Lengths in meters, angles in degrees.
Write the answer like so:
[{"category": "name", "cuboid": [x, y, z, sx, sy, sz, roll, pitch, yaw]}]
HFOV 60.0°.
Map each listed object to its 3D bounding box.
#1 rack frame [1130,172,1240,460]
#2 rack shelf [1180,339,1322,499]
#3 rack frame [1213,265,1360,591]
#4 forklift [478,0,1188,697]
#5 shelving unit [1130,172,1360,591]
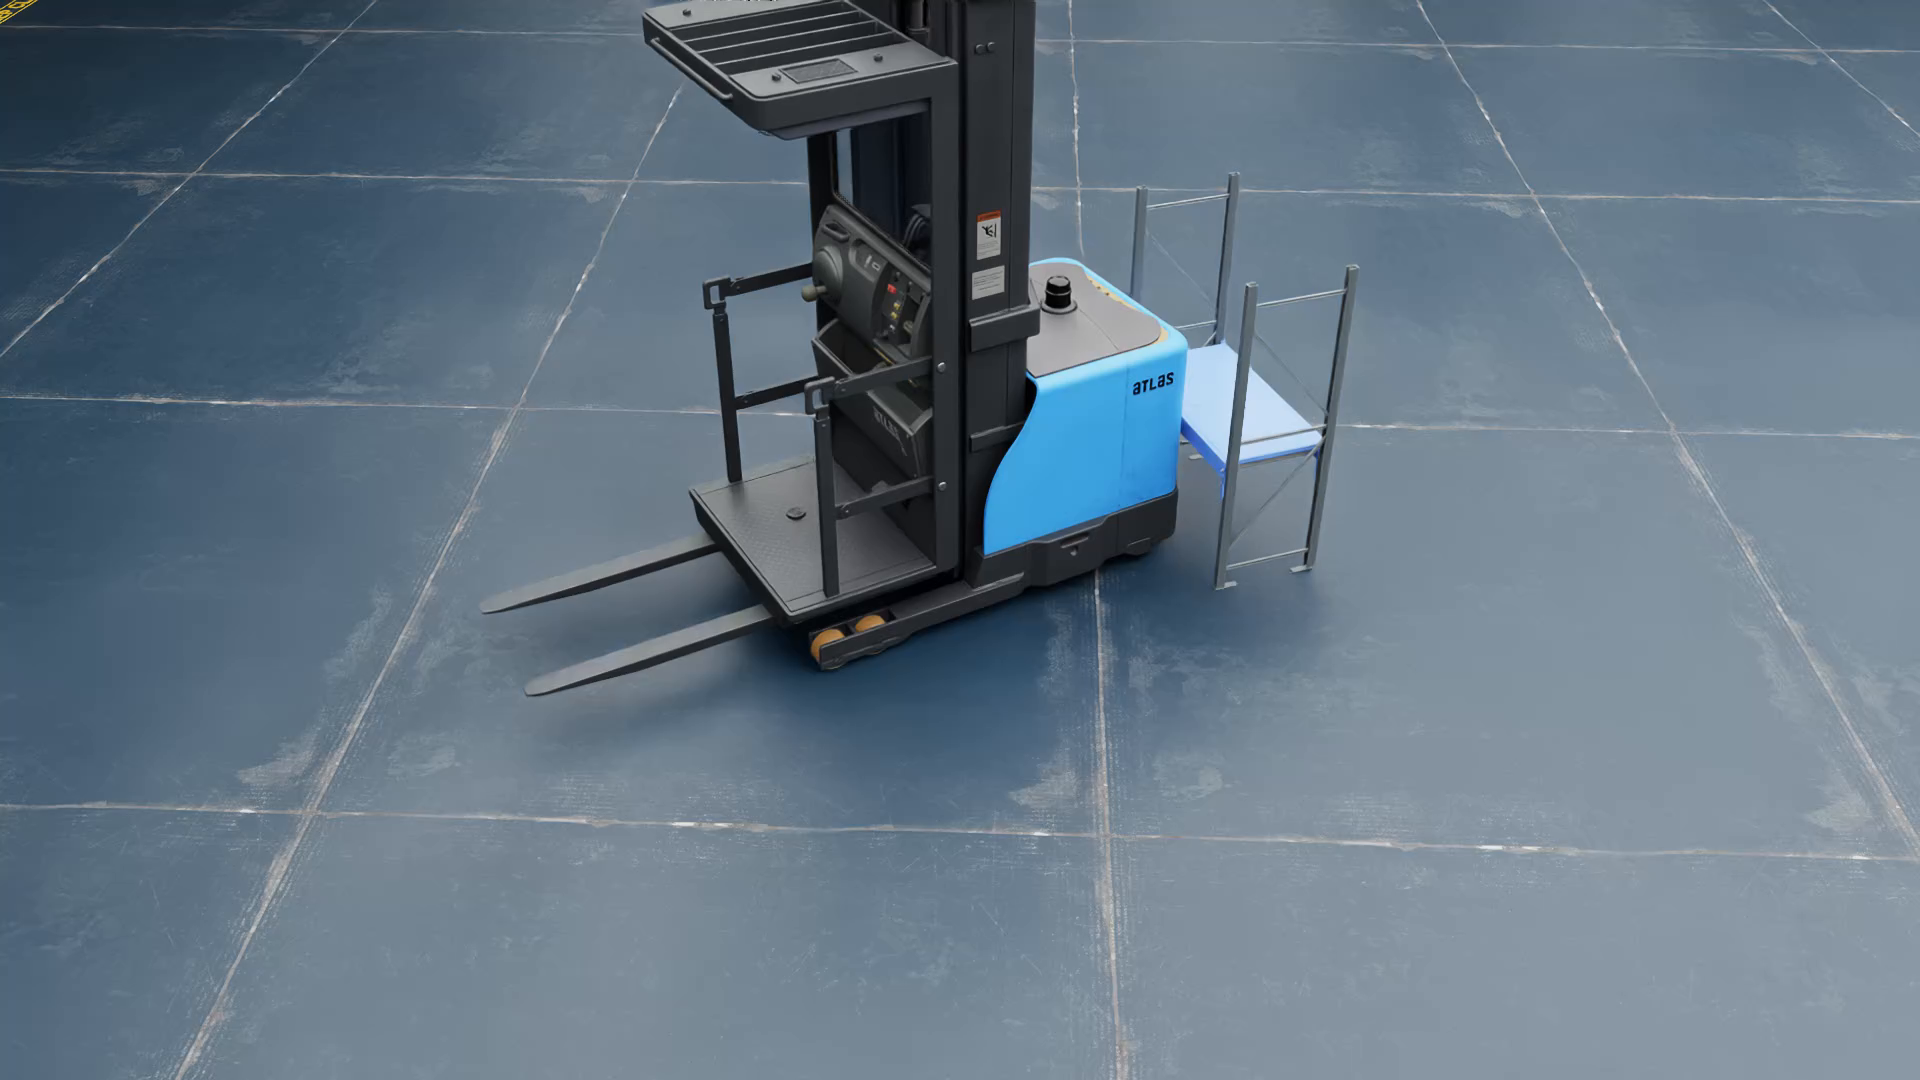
[{"category": "rack frame", "cuboid": [1.023, -0.992, 7.858, 0.500, 1.500, 0.032, -12, 37, -16]}, {"category": "rack shelf", "cuboid": [1.197, -0.571, 7.570, 0.538, 0.185, 1.000, -12, 37, -16]}, {"category": "rack frame", "cuboid": [1.372, -0.443, 7.076, 0.500, 1.500, 0.032, -12, 37, -16]}, {"category": "forklift", "cuboid": [-0.542, -1.005, 6.631, 3.031, 2.935, 1.130, -18, 39, -24]}, {"category": "shelving unit", "cuboid": [1.197, -0.718, 7.467, 0.538, 1.500, 1.048, -12, 37, -16]}]
